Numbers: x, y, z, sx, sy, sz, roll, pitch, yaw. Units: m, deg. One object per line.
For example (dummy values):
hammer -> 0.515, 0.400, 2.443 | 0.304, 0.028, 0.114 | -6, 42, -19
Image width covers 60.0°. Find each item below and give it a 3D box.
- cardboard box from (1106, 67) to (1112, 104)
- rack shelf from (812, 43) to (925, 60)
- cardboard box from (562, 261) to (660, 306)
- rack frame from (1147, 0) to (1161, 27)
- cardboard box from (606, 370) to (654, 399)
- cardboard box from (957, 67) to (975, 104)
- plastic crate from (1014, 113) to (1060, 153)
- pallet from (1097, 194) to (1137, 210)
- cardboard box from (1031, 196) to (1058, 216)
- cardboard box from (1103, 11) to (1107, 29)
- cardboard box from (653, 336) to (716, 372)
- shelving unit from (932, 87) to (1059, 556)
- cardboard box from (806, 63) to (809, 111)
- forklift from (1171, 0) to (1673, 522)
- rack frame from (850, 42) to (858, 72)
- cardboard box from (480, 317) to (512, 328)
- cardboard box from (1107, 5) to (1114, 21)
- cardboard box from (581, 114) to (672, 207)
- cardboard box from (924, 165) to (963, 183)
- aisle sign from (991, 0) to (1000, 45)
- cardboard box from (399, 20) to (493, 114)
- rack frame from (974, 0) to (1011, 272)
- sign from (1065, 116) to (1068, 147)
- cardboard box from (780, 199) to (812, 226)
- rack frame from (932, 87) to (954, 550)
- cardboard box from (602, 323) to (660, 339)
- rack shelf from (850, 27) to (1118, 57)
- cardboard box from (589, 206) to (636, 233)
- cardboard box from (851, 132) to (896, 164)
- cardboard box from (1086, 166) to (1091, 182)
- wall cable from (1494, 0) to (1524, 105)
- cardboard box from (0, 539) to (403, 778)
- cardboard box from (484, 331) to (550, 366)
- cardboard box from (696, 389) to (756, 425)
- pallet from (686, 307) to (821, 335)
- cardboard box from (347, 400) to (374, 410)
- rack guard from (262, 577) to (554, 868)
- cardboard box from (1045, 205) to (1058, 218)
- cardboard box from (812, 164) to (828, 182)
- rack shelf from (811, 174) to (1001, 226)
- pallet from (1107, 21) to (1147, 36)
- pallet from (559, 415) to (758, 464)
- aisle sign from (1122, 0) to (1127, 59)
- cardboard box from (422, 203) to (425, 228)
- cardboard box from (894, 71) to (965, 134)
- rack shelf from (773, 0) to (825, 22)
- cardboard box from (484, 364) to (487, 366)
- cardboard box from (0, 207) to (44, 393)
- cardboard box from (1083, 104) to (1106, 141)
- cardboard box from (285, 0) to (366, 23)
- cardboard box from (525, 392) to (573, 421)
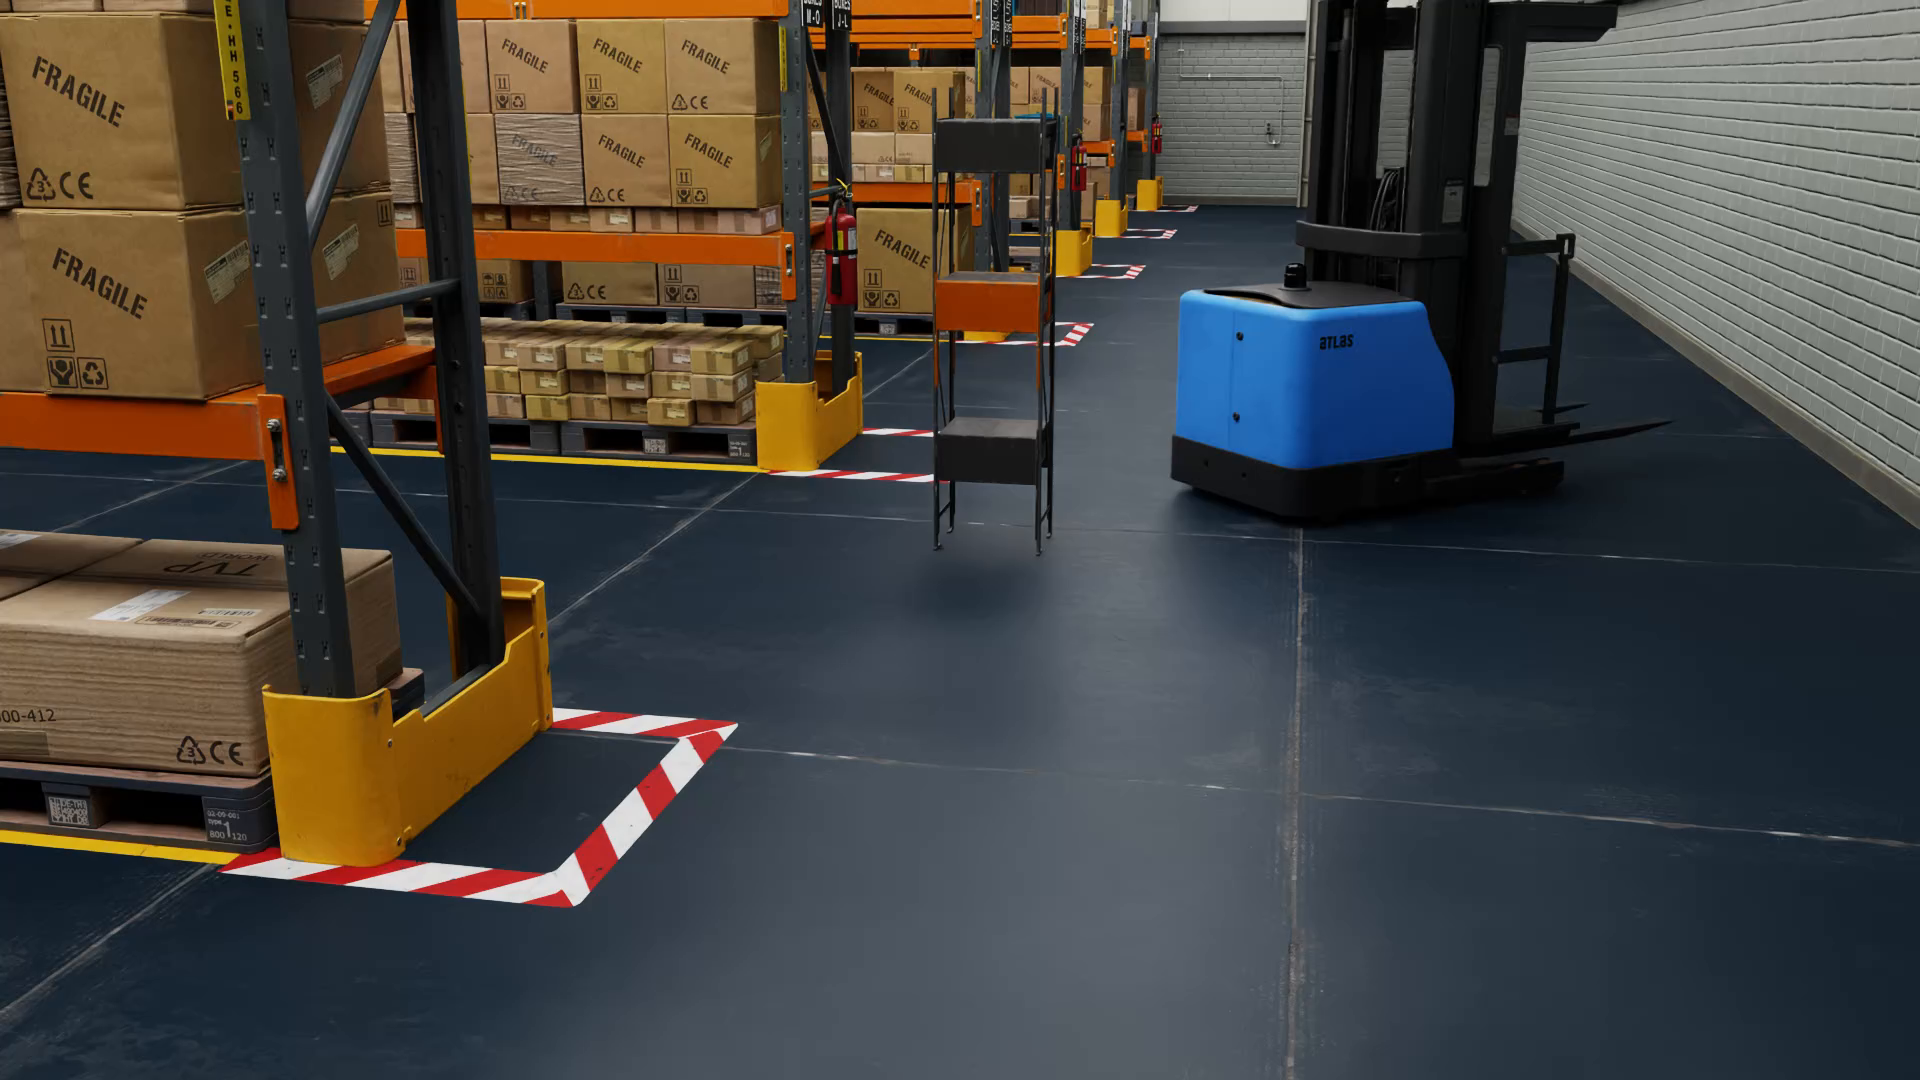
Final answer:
cardboard box -> 1.876, -6.492, 23.748 | 0.500, 0.500, 0.500 | 4, 16, 13
rack shelf -> -2.638, -8.583, 29.087 | 4.000, 0.370, 1.077 | 3, 16, 11
cardboard box -> -3.008, -2.613, 14.999 | 0.875, 0.875, 0.875 | 3, 16, 11
rack frame -> 3.242, -10.056, 27.439 | 0.127, 3.000, 1.000 | 3, 16, 11
cardboard box -> -1.891, -0.938, 9.756 | 0.250, 0.149, 0.380 | 2, 16, 9
cardboard box -> 0.260, -6.431, 23.530 | 0.500, 0.500, 0.500 | 4, 16, 13
plastic crate -> 0.902, -4.588, 18.759 | 0.499, 0.435, 0.616 | 3, 16, 11
pallet -> 2.443, -5.843, 28.691 | 1.213, 0.211, 1.003 | 3, 16, 11
cardboard box -> 1.292, -4.886, 24.337 | 0.500, 0.250, 0.500 | 3, 16, 11
cardboard box -> 1.805, -7.336, 23.519 | 0.500, 0.250, 0.500 | 3, 16, 11
cardboard box -> -1.611, -1.091, 9.751 | 0.250, 0.149, 0.380 | 3, 16, 12
shelving unit -> 0.162, -1.003, 7.680 | 0.503, 2.100, 0.431 | 3, 16, 11
cardboard box -> -1.194, -2.752, 9.692 | 0.500, 0.500, 0.500 | 3, 16, 11
forklift -> 2.666, -1.766, 8.878 | 3.031, 2.935, 1.130 | -9, 18, -29
rack frame -> -1.662, -6.082, 24.329 | 0.127, 3.000, 1.000 | 3, 16, 11
cardboard box -> -3.033, -1.313, 10.551 | 0.250, 0.149, 0.380 | 3, 16, 9
cardboard box -> 2.471, -8.758, 27.680 | 0.500, 0.250, 0.500 | 4, 16, 13
cardboard box -> -1.802, -2.162, 9.435 | 0.500, 0.500, 0.500 | 3, 16, 10
cardboard box -> -0.134, -3.089, 13.997 | 0.250, 0.149, 0.380 | 3, 16, 12
aisle sign -> 0.291, -4.448, 13.562 | 0.004, 0.787, 0.394 | 3, 16, 11
cardboard box -> -2.832, -2.698, 9.495 | 0.500, 0.500, 0.500 | 3, 16, 9
rack frame -> 0.280, -3.278, 14.206 | 0.127, 3.000, 1.000 | 3, 16, 11
sign -> 1.174, -4.507, 18.339 | 0.005, 0.325, 0.100 | 3, 16, 11
cardboard box -> -1.059, -1.968, 9.947 | 0.250, 0.149, 0.380 | 3, 16, 11
rack frame -> -0.077, -1.016, 7.727 | 0.015, 2.100, 0.400 | 3, 16, 11
cardboard box -> -2.028, -1.239, 10.286 | 0.250, 0.149, 0.380 | 2, 16, 8
rack shelf -> 0.298, -7.074, 23.640 | 4.000, 0.370, 1.077 | 3, 16, 11
cardboard box -> -1.922, -1.848, 9.515 | 0.250, 0.149, 0.380 | 4, 16, 13
cardboard box -> -0.744, -3.332, 14.127 | 0.500, 0.250, 0.500 | 3, 16, 10
cardboard box -> 2.045, -6.200, 28.653 | 0.500, 0.500, 0.700 | 3, 16, 11
wall cable -> 8.713, -8.165, 26.429 | 0.112, 2.526, 3.097 | 3, 16, 11
cardboard box -> -2.361, 0.338, 5.165 | 0.875, 0.438, 0.875 | 3, 16, 9
cardboard box -> -2.642, -1.145, 9.945 | 0.250, 0.149, 0.380 | 3, 16, 9
cardboard box -> -1.364, -0.788, 9.770 | 0.250, 0.149, 0.380 | 3, 16, 12
pallet -> -1.711, -2.021, 14.894 | 1.213, 0.211, 1.003 | 3, 16, 11
cardboard box -> -3.661, -0.909, 10.209 | 0.250, 0.149, 0.380 | 3, 16, 10
rack guard -> -1.671, 0.521, 5.176 | 0.348, 0.500, 1.175 | 3, 16, 11
cardboard box -> 1.297, -4.725, 23.915 | 0.250, 0.166, 0.380 | 3, 16, 11
cardboard box -> -1.135, -3.143, 14.192 | 0.250, 0.149, 0.380 | 3, 16, 10
rack shelf -> -1.679, -3.037, 14.686 | 4.000, 0.370, 1.077 | 3, 16, 11
pallet -> 2.513, -8.605, 27.983 | 1.213, 0.211, 1.003 | 3, 16, 11
pallet -> -1.670, -0.698, 10.117 | 1.213, 0.211, 1.003 | 3, 16, 11
aisle sign -> 2.264, -7.038, 22.911 | 0.004, 0.787, 0.394 | 3, 16, 11
cardboard box -> -2.942, -1.917, 9.765 | 0.250, 0.149, 0.380 | 4, 16, 13
cardboard box -> -0.249, -3.667, 13.932 | 0.500, 0.500, 0.500 | 3, 16, 12
rack shelf -> -2.767, -3.191, 9.621 | 4.000, 0.370, 1.077 | 3, 16, 11
cardboard box -> -2.924, -0.988, 9.937 | 0.250, 0.149, 0.380 | 3, 16, 12
cardboard box -> -2.709, -0.721, 4.787 | 0.500, 0.500, 0.500 | 3, 16, 10
cardboard box -> 1.765, -5.870, 23.376 | 0.500, 0.500, 0.500 | 4, 16, 13
cardboard box -> -1.987, -1.619, 4.943 | 0.250, 0.149, 0.380 | 3, 16, 12
cardboard box -> -2.385, -0.818, 9.881 | 0.250, 0.149, 0.380 | 2, 16, 9
